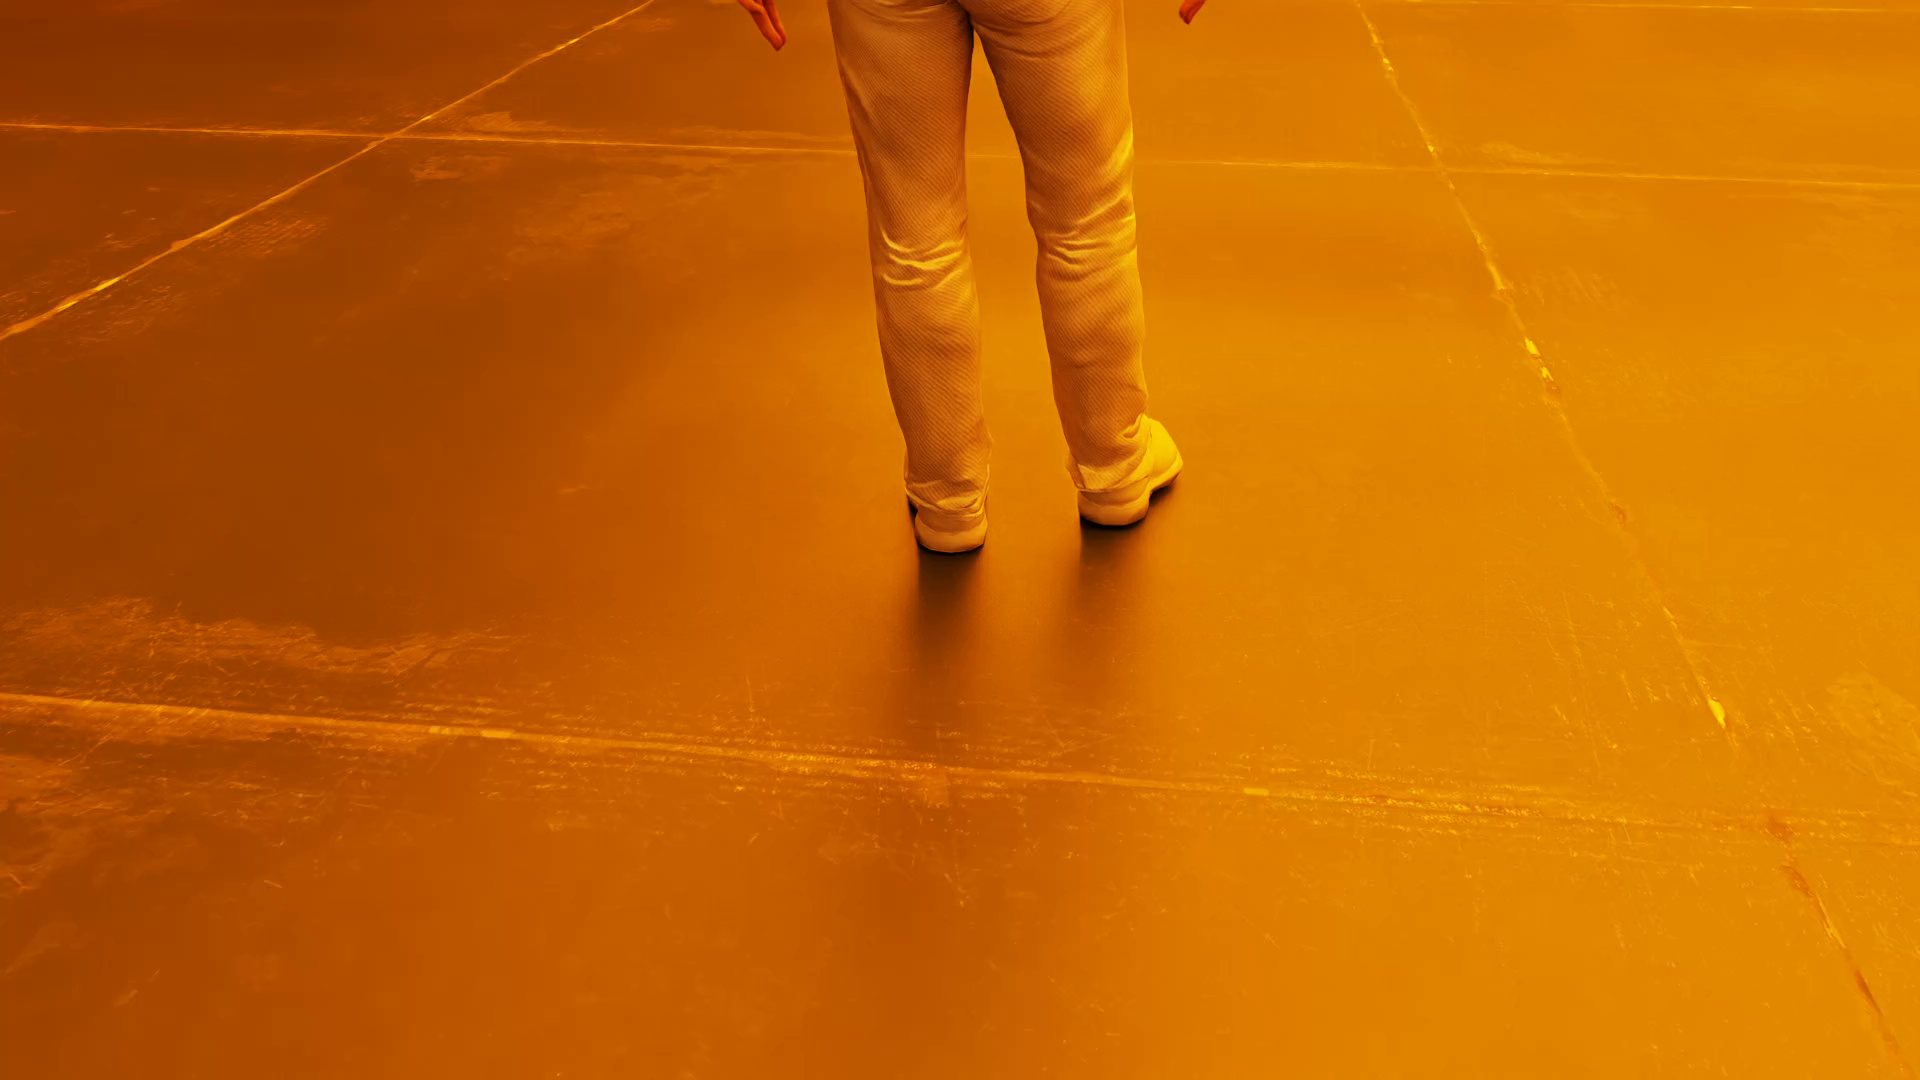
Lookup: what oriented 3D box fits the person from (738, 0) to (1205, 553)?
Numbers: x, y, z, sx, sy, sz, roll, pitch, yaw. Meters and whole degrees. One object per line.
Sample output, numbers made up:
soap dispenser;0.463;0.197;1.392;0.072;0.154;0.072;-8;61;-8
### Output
person;0.015;-0.828;2.164;0.665;1.768;0.575;3;27;7
